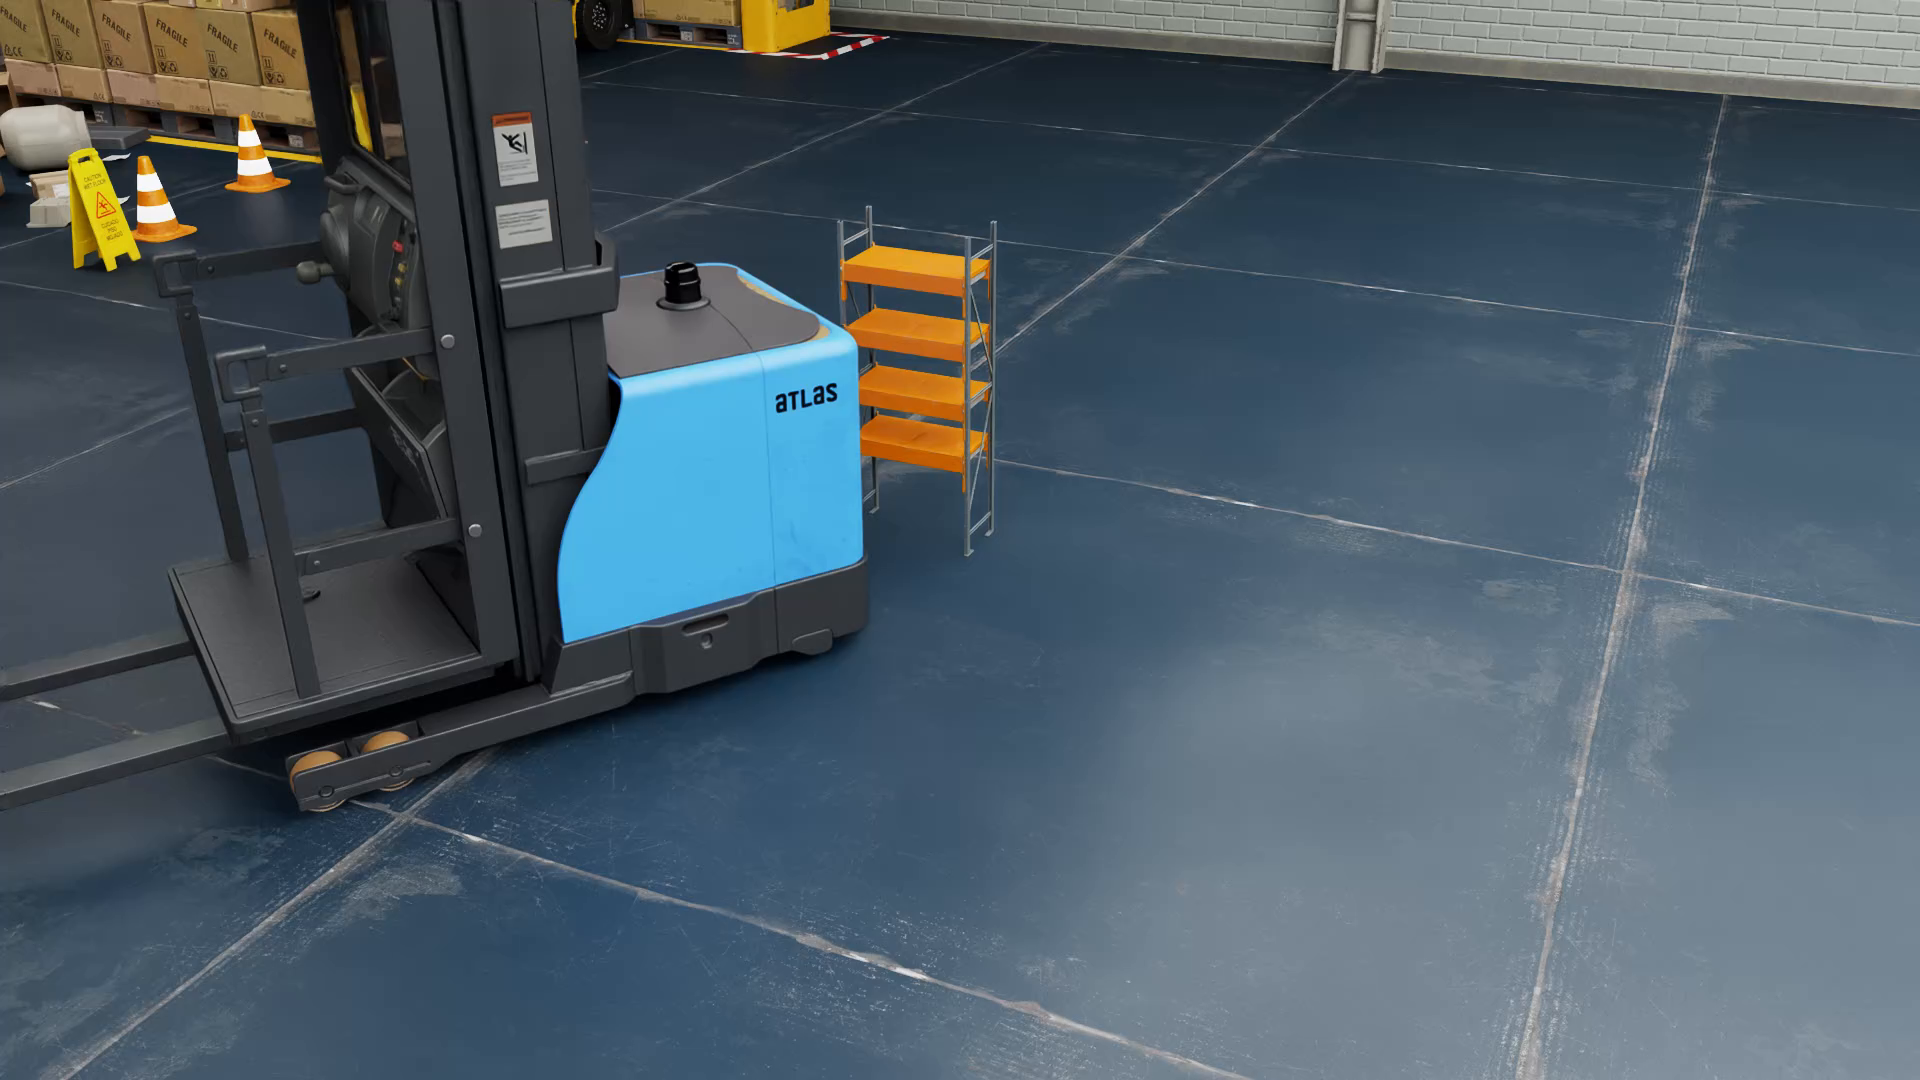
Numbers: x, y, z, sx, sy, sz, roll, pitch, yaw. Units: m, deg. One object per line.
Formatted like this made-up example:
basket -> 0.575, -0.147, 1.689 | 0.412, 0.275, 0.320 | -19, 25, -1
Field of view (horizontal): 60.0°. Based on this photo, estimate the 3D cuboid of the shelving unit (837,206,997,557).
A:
shelving unit -> -0.151, -0.569, 6.046 | 0.503, 1.200, 0.258 | 11, 28, 22

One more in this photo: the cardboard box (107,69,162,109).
cardboard box -> -5.966, -3.414, 12.425 | 0.500, 0.250, 0.500 | 11, 28, 21

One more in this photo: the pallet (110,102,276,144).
pallet -> -5.625, -3.282, 12.678 | 1.213, 0.211, 1.003 | 11, 28, 22

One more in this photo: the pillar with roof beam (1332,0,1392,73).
pillar with roof beam -> 1.746, -6.483, 9.229 | 0.400, 9.000, 9.100 | 11, 28, 22

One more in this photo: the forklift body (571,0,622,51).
forklift body -> -4.155, -5.362, 14.706 | 1.214, 2.155, 2.313 | 11, 28, 22

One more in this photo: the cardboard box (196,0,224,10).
cardboard box -> -5.151, -3.844, 11.716 | 0.250, 0.149, 0.380 | 12, 29, 23

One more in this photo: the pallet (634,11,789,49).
pallet -> -2.387, -5.002, 16.170 | 1.213, 0.211, 1.003 | 11, 28, 22

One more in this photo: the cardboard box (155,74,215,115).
cardboard box -> -5.519, -3.319, 12.232 | 0.500, 0.250, 0.500 | 10, 28, 20

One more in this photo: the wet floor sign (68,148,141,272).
wet floor sign -> -4.835, -1.859, 9.295 | 0.232, 0.644, 0.267 | 6, 27, 13

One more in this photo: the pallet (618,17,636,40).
pallet -> -3.493, -5.225, 16.624 | 1.213, 0.211, 1.003 | 11, 28, 22

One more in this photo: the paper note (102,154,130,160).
paper note -> -5.933, -2.694, 11.687 | 0.148, 0.019, 0.142 | 2, 26, 4

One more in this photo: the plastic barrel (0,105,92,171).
plastic barrel -> -6.231, -2.746, 11.348 | 0.512, 0.421, 0.421 | -12, 29, -23

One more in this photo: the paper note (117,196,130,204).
paper note -> -5.409, -2.173, 10.630 | 0.142, 0.019, 0.148 | 2, 26, 4

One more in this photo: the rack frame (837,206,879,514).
rack frame -> -0.373, -0.613, 6.137 | 0.015, 1.200, 0.240 | 11, 28, 22

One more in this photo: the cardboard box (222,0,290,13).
cardboard box -> -4.924, -3.797, 11.620 | 0.250, 0.149, 0.380 | 12, 29, 23

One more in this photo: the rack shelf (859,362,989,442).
rack shelf -> -0.151, -0.508, 6.076 | 0.480, 0.148, 0.258 | 11, 28, 22

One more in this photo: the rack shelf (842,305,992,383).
rack shelf -> -0.151, -0.709, 5.977 | 0.480, 0.148, 0.258 | 11, 28, 22

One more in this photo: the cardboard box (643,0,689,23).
cardboard box -> -2.680, -5.138, 15.927 | 0.500, 0.250, 0.500 | 11, 28, 22

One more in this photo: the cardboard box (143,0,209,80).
cardboard box -> -5.495, -3.655, 12.066 | 0.500, 0.500, 0.500 | 11, 28, 21

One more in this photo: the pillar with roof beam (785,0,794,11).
pillar with roof beam -> -3.716, -7.580, 11.458 | 0.400, 9.000, 9.100 | 11, 28, 22

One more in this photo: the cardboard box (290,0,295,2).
cardboard box -> -4.844, -3.781, 12.322 | 0.500, 0.500, 0.500 | 10, 28, 20

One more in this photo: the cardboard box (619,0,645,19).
cardboard box -> -3.132, -5.233, 16.121 | 0.500, 0.250, 0.500 | 12, 29, 22

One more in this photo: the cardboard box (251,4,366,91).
cardboard box -> -4.562, -3.466, 11.682 | 0.500, 0.500, 0.500 | 12, 28, 22

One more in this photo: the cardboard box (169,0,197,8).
cardboard box -> -5.390, -3.893, 11.816 | 0.250, 0.149, 0.380 | 13, 29, 24

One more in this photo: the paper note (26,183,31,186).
paper note -> -6.120, -2.384, 11.070 | 0.142, 0.019, 0.148 | 23, 35, 39

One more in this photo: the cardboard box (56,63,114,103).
cardboard box -> -6.450, -3.510, 12.620 | 0.500, 0.250, 0.500 | 13, 29, 25

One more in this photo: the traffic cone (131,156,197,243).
traffic cone -> -4.800, -2.046, 9.882 | 0.334, 0.463, 0.336 | 11, 28, 22

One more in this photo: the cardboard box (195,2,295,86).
cardboard box -> -5.038, -3.560, 11.873 | 0.500, 0.500, 0.500 | 12, 29, 24

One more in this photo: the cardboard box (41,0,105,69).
cardboard box -> -6.448, -3.846, 12.454 | 0.500, 0.500, 0.500 | 13, 29, 24

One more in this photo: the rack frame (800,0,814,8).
rack frame -> -1.673, -6.130, 15.304 | 0.127, 3.000, 1.000 | 11, 28, 22

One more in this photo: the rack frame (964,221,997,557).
rack frame -> 0.071, -0.524, 5.956 | 0.015, 1.200, 0.240 | 11, 28, 22

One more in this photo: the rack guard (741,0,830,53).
rack guard -> -1.651, -5.004, 15.847 | 0.348, 0.500, 1.175 | 11, 28, 22

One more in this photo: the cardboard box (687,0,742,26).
cardboard box -> -2.232, -5.043, 15.735 | 0.500, 0.250, 0.500 | 12, 28, 22

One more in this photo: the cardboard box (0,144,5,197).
cardboard box -> -6.371, -2.316, 10.385 | 0.637, 0.503, 0.797 | -7, 27, -14

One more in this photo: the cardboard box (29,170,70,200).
cardboard box -> -5.753, -2.281, 10.715 | 0.380, 0.149, 0.250 | -18, 31, -31

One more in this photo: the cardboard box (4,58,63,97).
cardboard box -> -6.940, -3.603, 12.809 | 0.500, 0.250, 0.500 | 10, 28, 19

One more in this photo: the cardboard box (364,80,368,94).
cardboard box -> -4.344, -3.347, 12.289 | 0.500, 0.250, 0.500 | 11, 28, 21

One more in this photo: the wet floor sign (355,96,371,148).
wet floor sign -> -3.994, -2.612, 10.824 | 0.232, 0.644, 0.267 | 23, 35, 39

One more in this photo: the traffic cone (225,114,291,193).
traffic cone -> -4.650, -2.555, 10.915 | 0.334, 0.463, 0.336 | 11, 28, 22

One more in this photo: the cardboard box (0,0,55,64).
cardboard box -> -6.940, -3.939, 12.644 | 0.500, 0.500, 0.500 | 13, 29, 24

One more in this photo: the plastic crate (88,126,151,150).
plastic crate -> -6.276, -2.938, 12.126 | 0.583, 0.080, 0.402 | 2, 26, 4

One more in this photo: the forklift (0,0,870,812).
forklift -> -1.825, -0.815, 4.587 | 3.031, 2.935, 1.130 | -15, 30, -28

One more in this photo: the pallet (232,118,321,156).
pallet -> -4.518, -3.059, 12.223 | 1.213, 0.211, 1.003 | 11, 28, 22

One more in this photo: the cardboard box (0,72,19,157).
cardboard box -> -6.953, -3.001, 11.777 | 0.500, 0.500, 0.500 | -12, 29, -23

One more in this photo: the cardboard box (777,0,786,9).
cardboard box -> -2.039, -5.253, 16.161 | 0.500, 0.250, 0.500 | 11, 28, 22

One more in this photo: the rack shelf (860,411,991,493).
rack shelf -> -0.151, -0.330, 6.164 | 0.480, 0.148, 0.258 | 11, 28, 22

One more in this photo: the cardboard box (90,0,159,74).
cardboard box -> -5.977, -3.751, 12.260 | 0.500, 0.500, 0.500 | 13, 29, 24

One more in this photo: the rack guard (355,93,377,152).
rack guard -> -3.794, -3.025, 11.829 | 0.348, 0.500, 1.175 | 11, 28, 22

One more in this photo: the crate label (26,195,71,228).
crate label -> -5.541, -2.019, 10.196 | 0.298, 0.136, 0.250 | -2, 26, -5

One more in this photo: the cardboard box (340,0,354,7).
cardboard box -> -4.366, -3.687, 12.131 | 0.500, 0.500, 0.500 | 10, 28, 20

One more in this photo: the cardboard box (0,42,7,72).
cardboard box -> -7.844, -3.969, 13.415 | 0.625, 0.372, 0.950 | 12, 29, 22

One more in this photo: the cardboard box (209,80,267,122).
cardboard box -> -5.040, -3.225, 12.043 | 0.500, 0.250, 0.500 | 11, 28, 22

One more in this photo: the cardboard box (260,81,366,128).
cardboard box -> -4.593, -3.132, 11.853 | 0.500, 0.250, 0.500 | 11, 28, 22

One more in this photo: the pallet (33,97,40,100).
pallet -> -8.075, -3.755, 13.638 | 1.213, 0.211, 1.003 | 11, 28, 22

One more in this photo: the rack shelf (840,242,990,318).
rack shelf -> -0.151, -0.921, 5.873 | 0.480, 0.148, 0.258 | 11, 28, 22

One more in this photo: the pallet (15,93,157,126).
pallet -> -6.740, -3.505, 13.130 | 1.213, 0.211, 1.003 | 11, 28, 22
